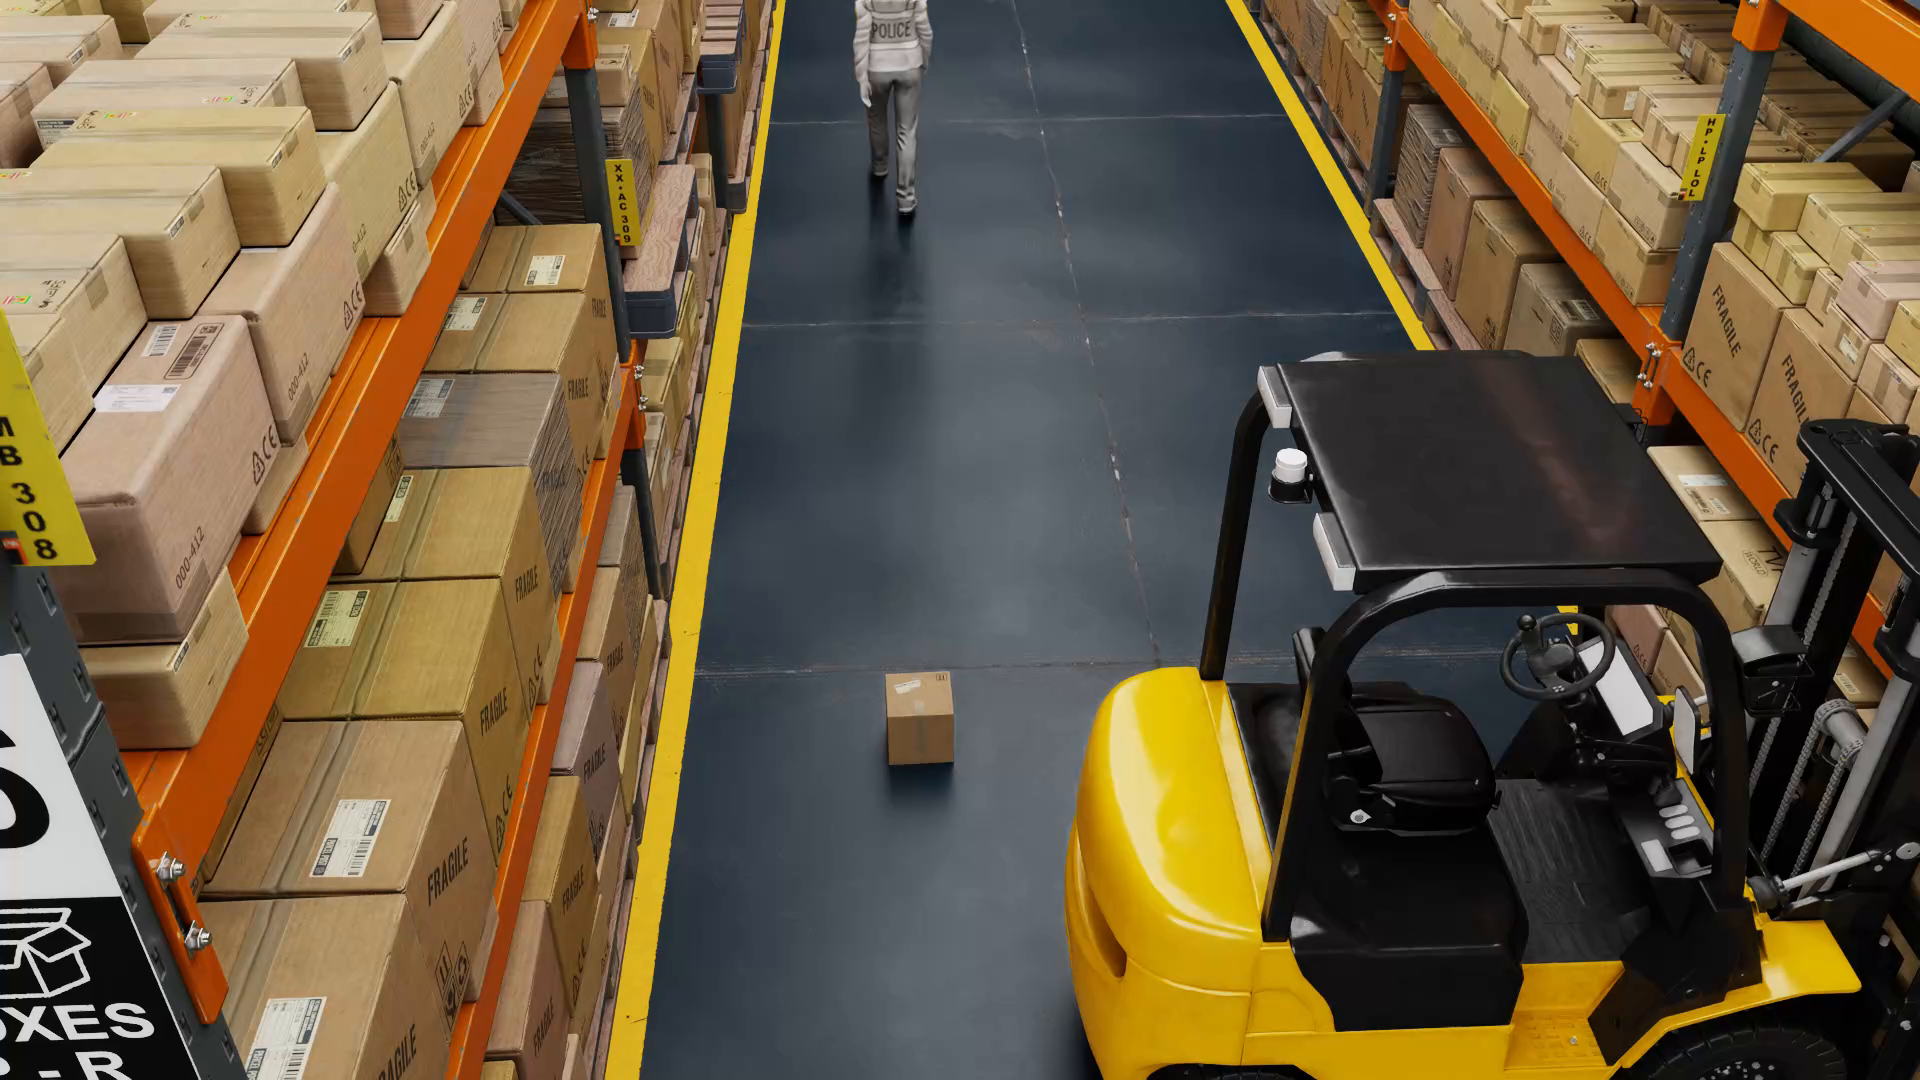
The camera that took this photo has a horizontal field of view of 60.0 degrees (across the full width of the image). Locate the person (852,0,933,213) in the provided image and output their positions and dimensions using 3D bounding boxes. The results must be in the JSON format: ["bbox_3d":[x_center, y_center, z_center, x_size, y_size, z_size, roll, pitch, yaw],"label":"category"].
[{"bbox_3d":[-0.408,-2.924,10.213,0.485,1.635,0.970,-1,35,-1],"label":"person"}]
